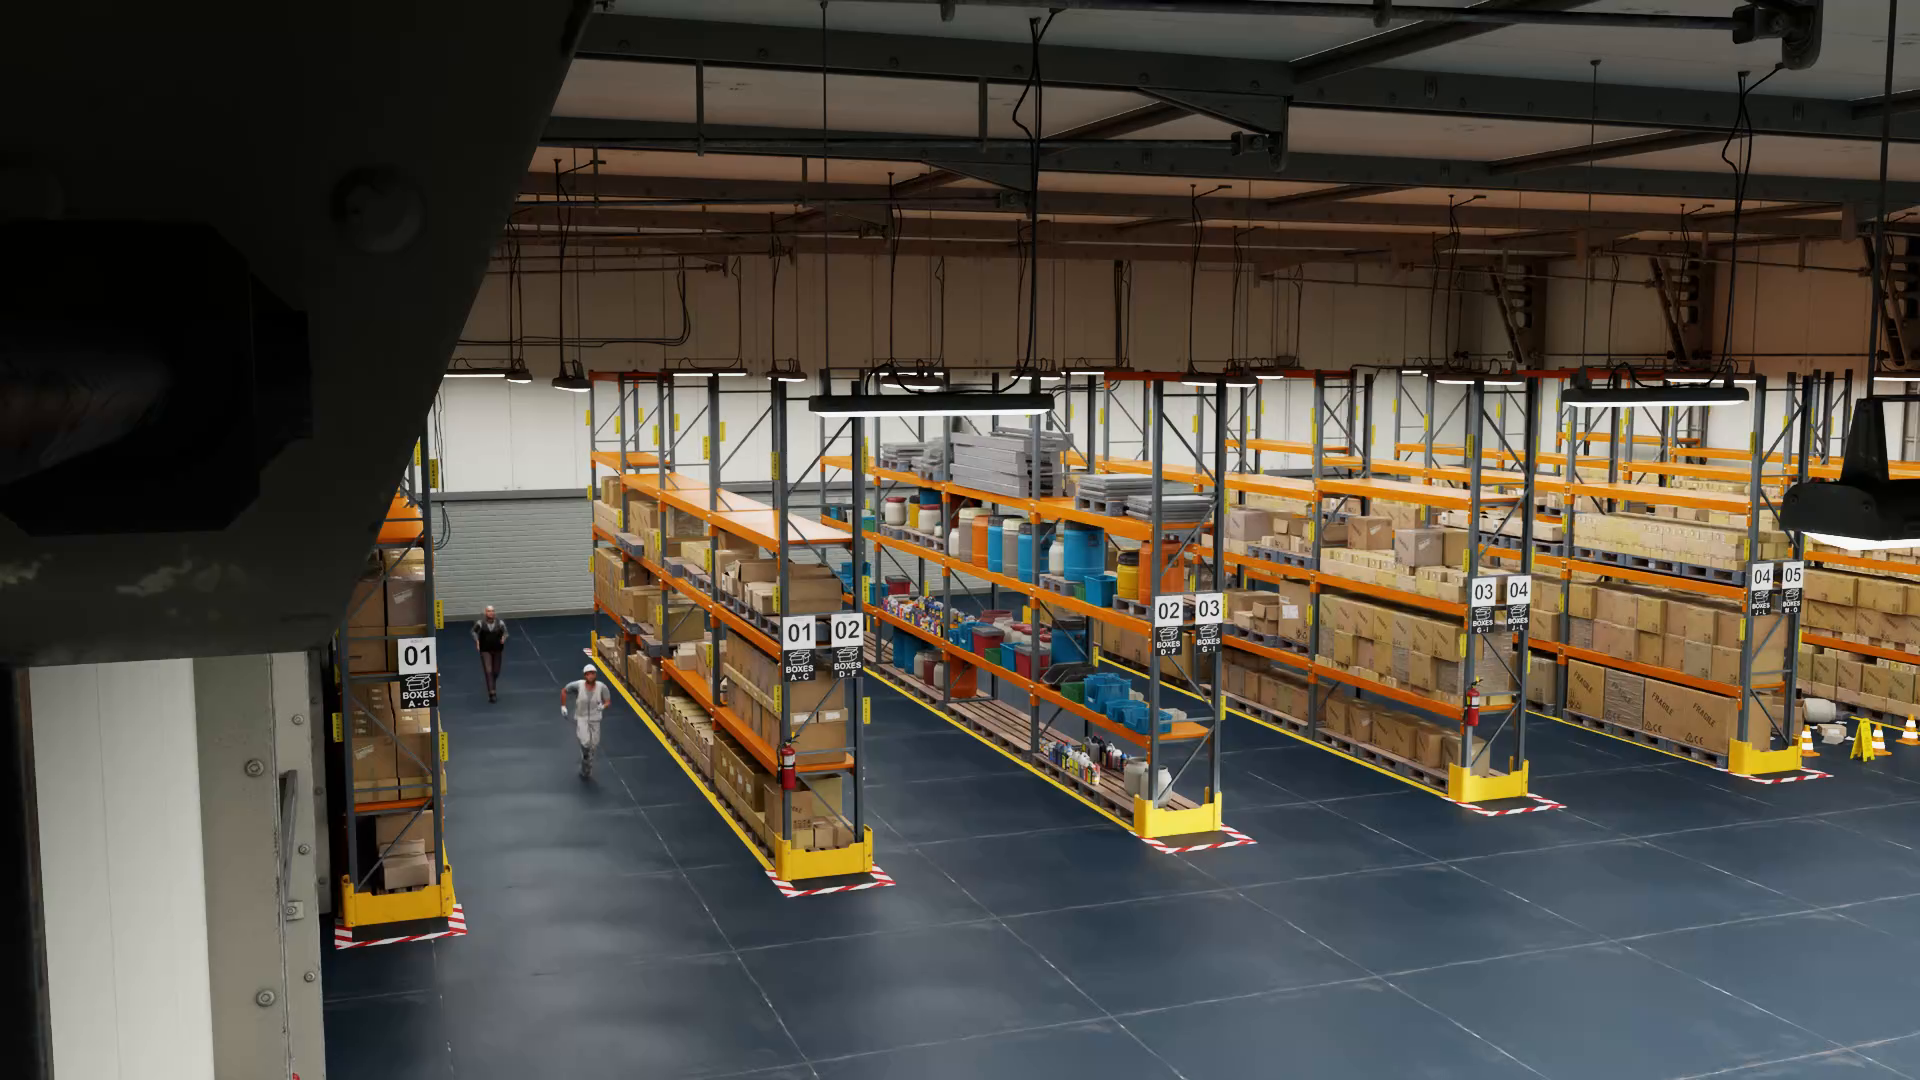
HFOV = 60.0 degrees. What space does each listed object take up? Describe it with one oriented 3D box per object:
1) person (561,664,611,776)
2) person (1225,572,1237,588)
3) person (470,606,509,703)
[{"bbox_3d":[-5.534,2.695,24.704,0.706,1.727,0.755,-2,7,-20],"label":"person"},{"bbox_3d":[6.732,0.837,41.397,0.917,1.765,0.757,1,6,7],"label":"person"},{"bbox_3d":[-8.639,2.068,30.623,0.663,1.727,0.931,-3,7,-25],"label":"person"}]
